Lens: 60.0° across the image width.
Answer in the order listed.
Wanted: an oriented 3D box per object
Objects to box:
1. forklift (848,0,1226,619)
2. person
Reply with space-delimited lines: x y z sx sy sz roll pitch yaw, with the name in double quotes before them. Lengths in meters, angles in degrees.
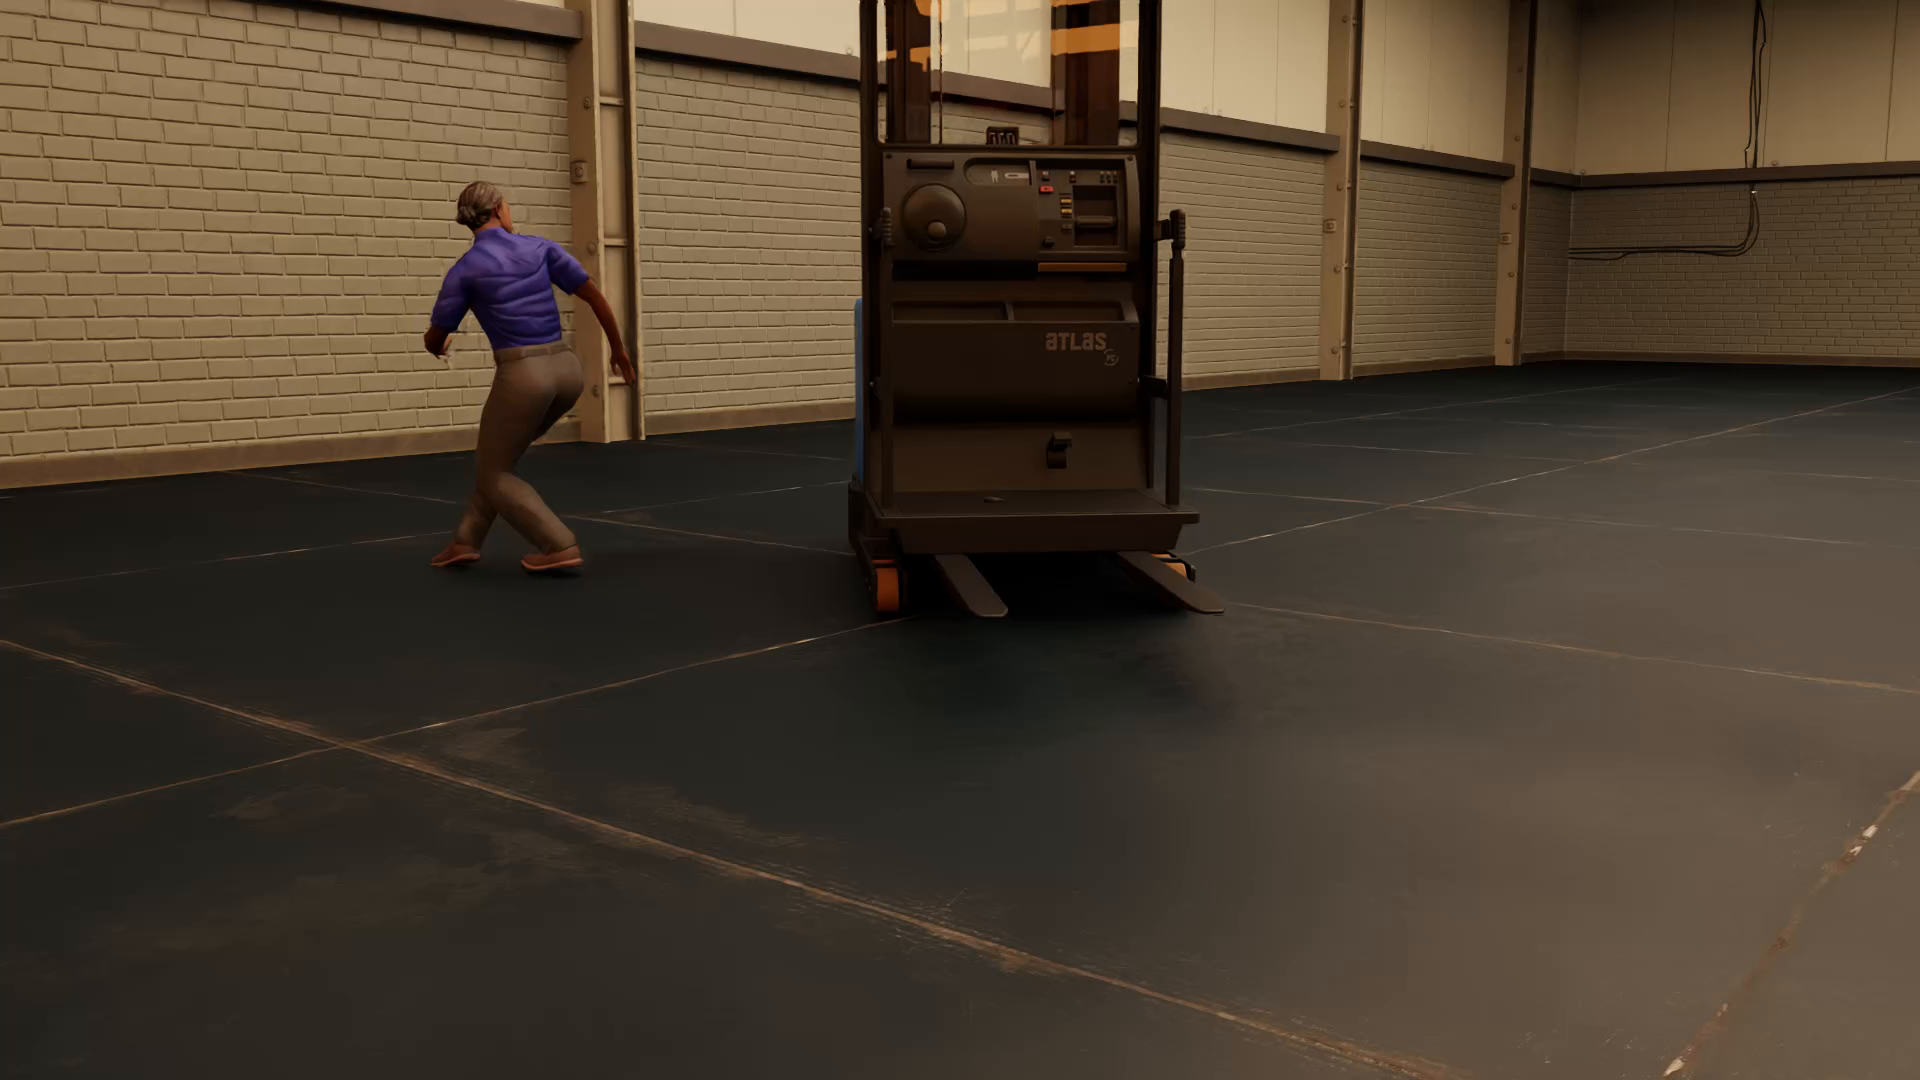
"forklift" 0.213 -1.247 5.806 1.130 2.935 3.031 -1 8 -7
"person" -1.751 -0.636 6.596 0.779 1.529 0.704 6 10 36
